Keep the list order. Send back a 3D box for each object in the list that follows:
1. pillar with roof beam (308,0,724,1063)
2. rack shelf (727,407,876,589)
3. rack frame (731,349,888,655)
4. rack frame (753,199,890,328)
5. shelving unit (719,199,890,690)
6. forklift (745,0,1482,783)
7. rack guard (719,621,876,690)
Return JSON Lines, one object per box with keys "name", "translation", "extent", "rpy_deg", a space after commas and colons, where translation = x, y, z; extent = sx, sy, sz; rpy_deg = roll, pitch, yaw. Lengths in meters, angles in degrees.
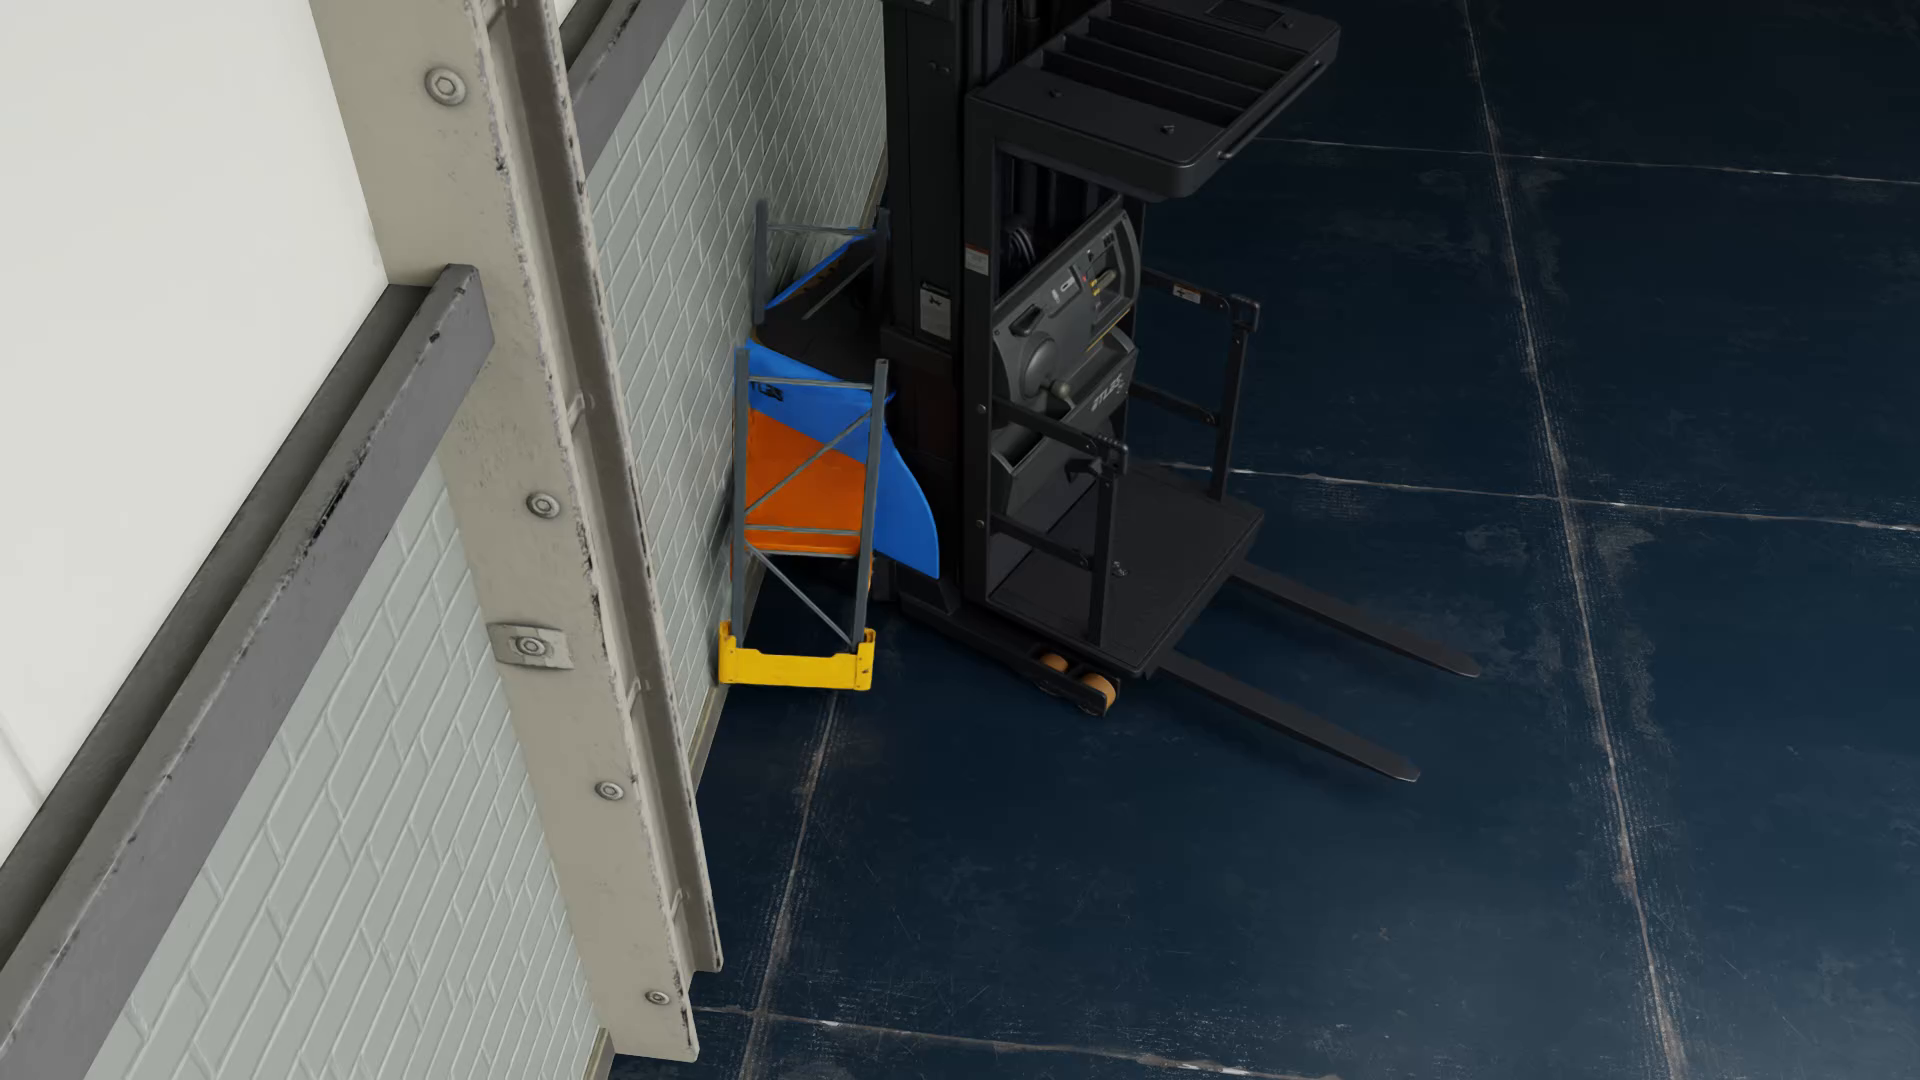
{"name": "pillar with roof beam", "translation": [3.275, -1.315, 2.094], "extent": [9.100, 9.000, 0.400], "rpy_deg": [5, 44, 6]}
{"name": "rack shelf", "translation": [-0.595, -0.223, 6.466], "extent": [0.538, 0.185, 1.000], "rpy_deg": [3, 40, -5]}
{"name": "rack frame", "translation": [-0.562, -0.033, 5.962], "extent": [0.500, 1.500, 0.032], "rpy_deg": [3, 40, -5]}
{"name": "rack frame", "translation": [-0.591, -0.687, 6.740], "extent": [0.500, 1.500, 0.032], "rpy_deg": [3, 40, -5]}
{"name": "shelving unit", "translation": [-0.576, -0.354, 6.344], "extent": [0.587, 1.500, 1.083], "rpy_deg": [3, 40, -5]}
{"name": "forklift", "translation": [0.570, -0.798, 5.961], "extent": [3.031, 2.935, 1.130], "rpy_deg": [25, 49, 24]}
{"name": "rack guard", "translation": [-0.625, 0.443, 6.362], "extent": [0.587, 0.250, 0.087], "rpy_deg": [3, 40, -5]}
